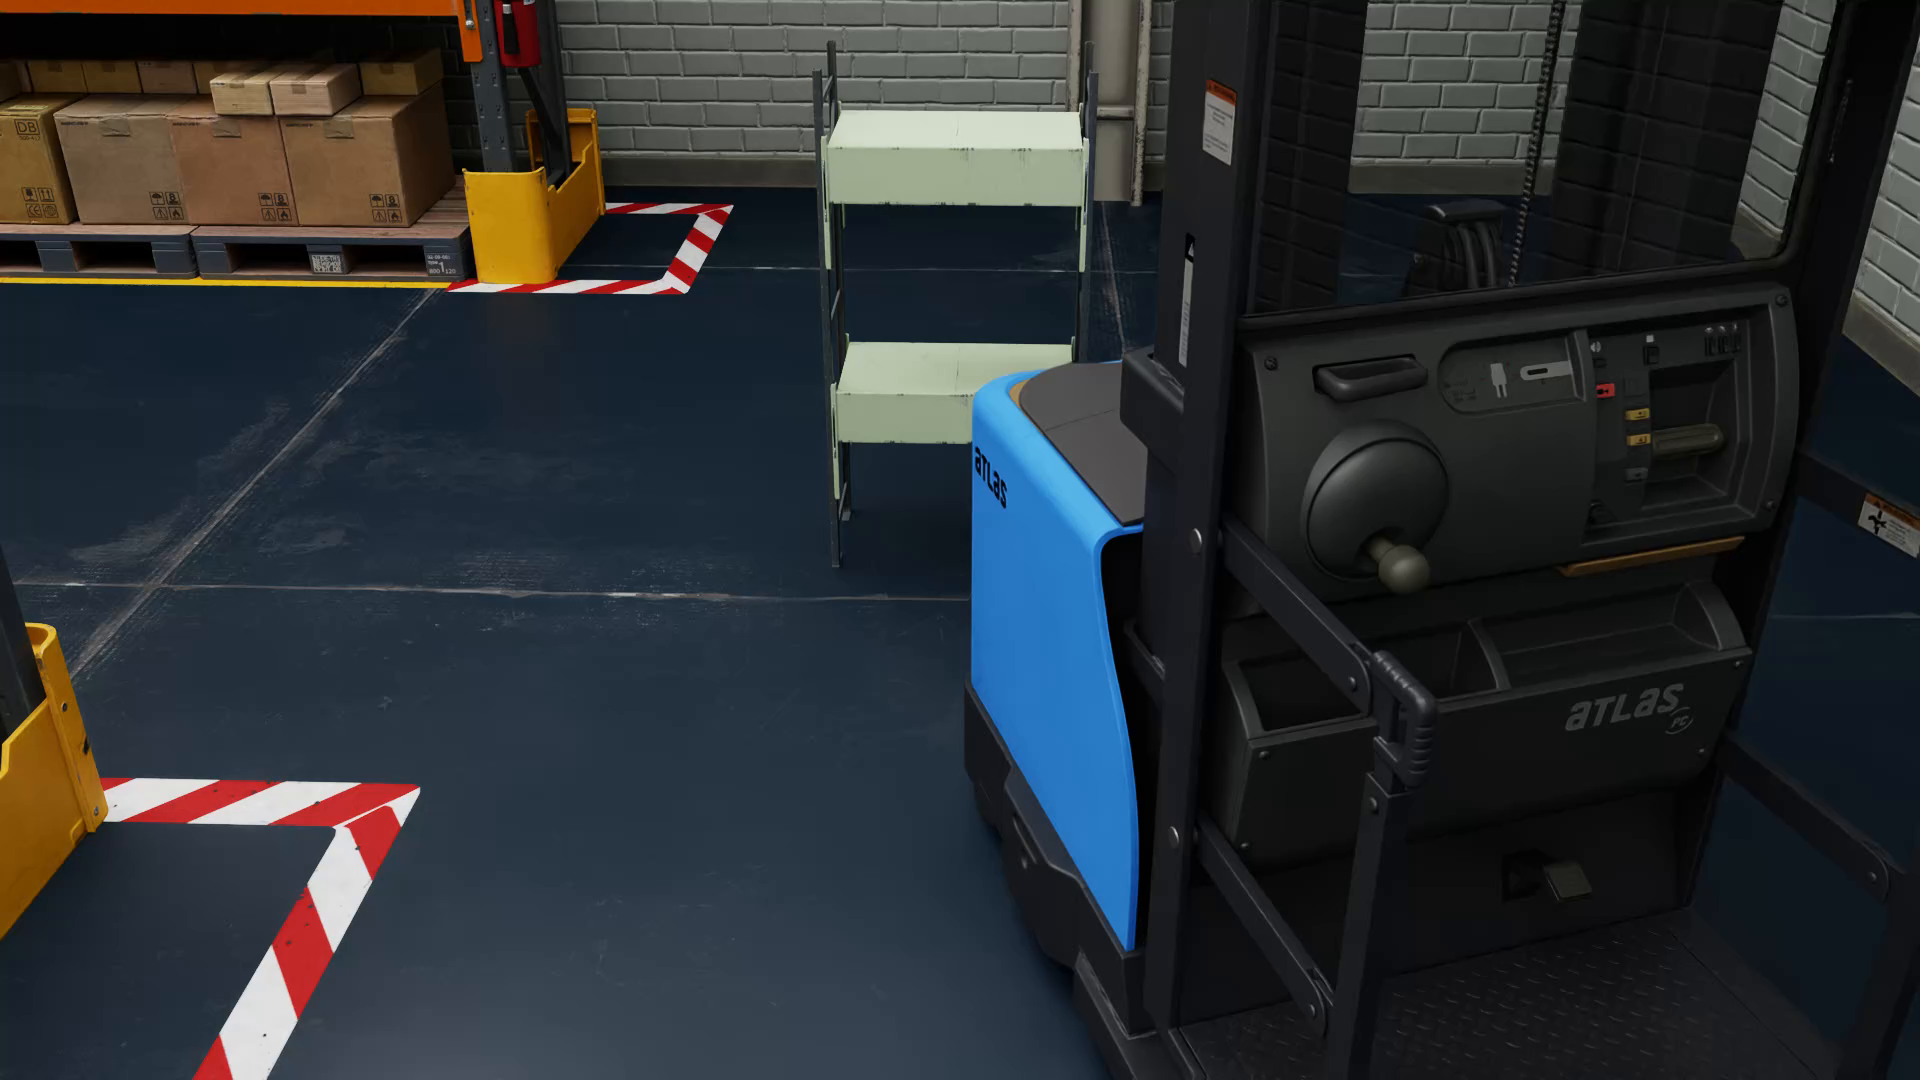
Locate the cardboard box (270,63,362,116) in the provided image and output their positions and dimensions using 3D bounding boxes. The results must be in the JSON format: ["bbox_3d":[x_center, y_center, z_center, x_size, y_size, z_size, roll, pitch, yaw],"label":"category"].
[{"bbox_3d":[-2.833,-1.986,7.322,0.250,0.149,0.380,1,28,1],"label":"cardboard box"}]

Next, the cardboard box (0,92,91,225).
[{"bbox_3d":[-4.234,-1.804,7.672,0.500,0.500,0.700,2,28,3],"label":"cardboard box"}]

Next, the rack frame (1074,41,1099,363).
[{"bbox_3d":[0.359,-0.657,4.888,0.023,1.500,0.400,1,28,2],"label":"rack frame"}]

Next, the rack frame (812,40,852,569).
[{"bbox_3d":[-0.372,-0.669,4.910,0.023,1.500,0.400,1,28,2],"label":"rack frame"}]

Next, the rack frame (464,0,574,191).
[{"bbox_3d":[-1.995,-2.737,7.210,0.127,3.000,1.000,1,28,2],"label":"rack frame"}]

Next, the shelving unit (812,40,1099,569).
[{"bbox_3d":[-0.007,-0.663,4.899,0.755,1.500,0.431,1,28,2],"label":"shelving unit"}]

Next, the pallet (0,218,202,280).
[{"bbox_3d":[-4.013,-1.503,7.860,1.213,0.211,1.003,1,28,2],"label":"pallet"}]

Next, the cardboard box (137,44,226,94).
[{"bbox_3d":[-3.577,-2.177,7.682,0.250,0.149,0.380,1,28,3],"label":"cardboard box"}]

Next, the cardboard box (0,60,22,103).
[{"bbox_3d":[-4.391,-2.011,7.368,0.250,0.149,0.380,0,28,0],"label":"cardboard box"}]

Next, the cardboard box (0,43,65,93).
[{"bbox_3d":[-4.344,-2.189,7.705,0.250,0.149,0.380,1,28,2],"label":"cardboard box"}]

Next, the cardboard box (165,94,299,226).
[{"bbox_3d":[-3.198,-1.791,7.646,0.500,0.500,0.700,1,28,2],"label":"cardboard box"}]

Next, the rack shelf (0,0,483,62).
[{"bbox_3d":[-3.994,-2.452,7.441,4.000,0.370,1.077,1,28,2],"label":"rack shelf"}]

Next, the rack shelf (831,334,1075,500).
[{"bbox_3d":[-0.007,-0.375,5.052,0.720,0.370,0.431,1,28,2],"label":"rack shelf"}]

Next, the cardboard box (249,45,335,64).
[{"bbox_3d":[-3.072,-2.169,7.667,0.250,0.149,0.380,1,28,2],"label":"cardboard box"}]

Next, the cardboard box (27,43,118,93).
[{"bbox_3d":[-4.086,-2.185,7.698,0.250,0.149,0.380,0,28,1],"label":"cardboard box"}]

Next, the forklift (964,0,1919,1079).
[{"bbox_3d":[0.936,-0.114,2.336,1.130,2.935,3.031,-8,29,-15],"label":"forklift"}]

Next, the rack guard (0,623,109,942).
[{"bbox_3d":[-2.242,0.685,3.424,0.348,0.500,1.175,1,28,2],"label":"rack guard"}]

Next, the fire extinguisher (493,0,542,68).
[{"bbox_3d":[-1.860,-2.319,6.904,0.183,0.674,0.296,1,28,2],"label":"fire extinguisher"}]

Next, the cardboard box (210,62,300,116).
[{"bbox_3d":[-3.088,-1.990,7.329,0.250,0.149,0.380,2,28,3],"label":"cardboard box"}]

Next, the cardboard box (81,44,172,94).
[{"bbox_3d":[-3.833,-2.181,7.690,0.250,0.149,0.380,1,28,2],"label":"cardboard box"}]

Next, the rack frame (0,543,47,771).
[{"bbox_3d":[-2.166,-0.418,2.836,0.127,3.000,1.000,1,28,2],"label":"rack frame"}]

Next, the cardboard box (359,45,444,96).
[{"bbox_3d":[-2.566,-2.161,7.652,0.250,0.149,0.380,1,28,2],"label":"cardboard box"}]

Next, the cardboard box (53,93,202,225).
[{"bbox_3d":[-3.701,-1.799,7.661,0.500,0.500,0.700,0,28,0],"label":"cardboard box"}]

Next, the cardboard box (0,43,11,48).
[{"bbox_3d":[-4.596,-2.194,7.714,0.250,0.149,0.380,0,28,0],"label":"cardboard box"}]

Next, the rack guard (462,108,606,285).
[{"bbox_3d":[-1.971,-1.632,7.795,0.348,0.500,1.175,1,28,2],"label":"rack guard"}]

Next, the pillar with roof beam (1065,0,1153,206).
[{"bbox_3d":[0.582,-3.733,2.683,0.400,9.000,9.100,1,28,2],"label":"pillar with roof beam"}]

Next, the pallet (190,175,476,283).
[{"bbox_3d":[-2.797,-1.481,7.819,1.213,0.211,1.003,1,28,2],"label":"pallet"}]

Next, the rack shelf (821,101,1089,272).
[{"bbox_3d":[-0.007,-1.008,4.716,0.720,0.370,0.431,1,28,2],"label":"rack shelf"}]

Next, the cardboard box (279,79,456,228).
[{"bbox_3d":[-2.698,-1.783,7.631,0.500,0.500,0.700,1,28,2],"label":"cardboard box"}]

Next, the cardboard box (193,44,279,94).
[{"bbox_3d":[-3.322,-2.173,7.675,0.250,0.149,0.380,1,28,2],"label":"cardboard box"}]
